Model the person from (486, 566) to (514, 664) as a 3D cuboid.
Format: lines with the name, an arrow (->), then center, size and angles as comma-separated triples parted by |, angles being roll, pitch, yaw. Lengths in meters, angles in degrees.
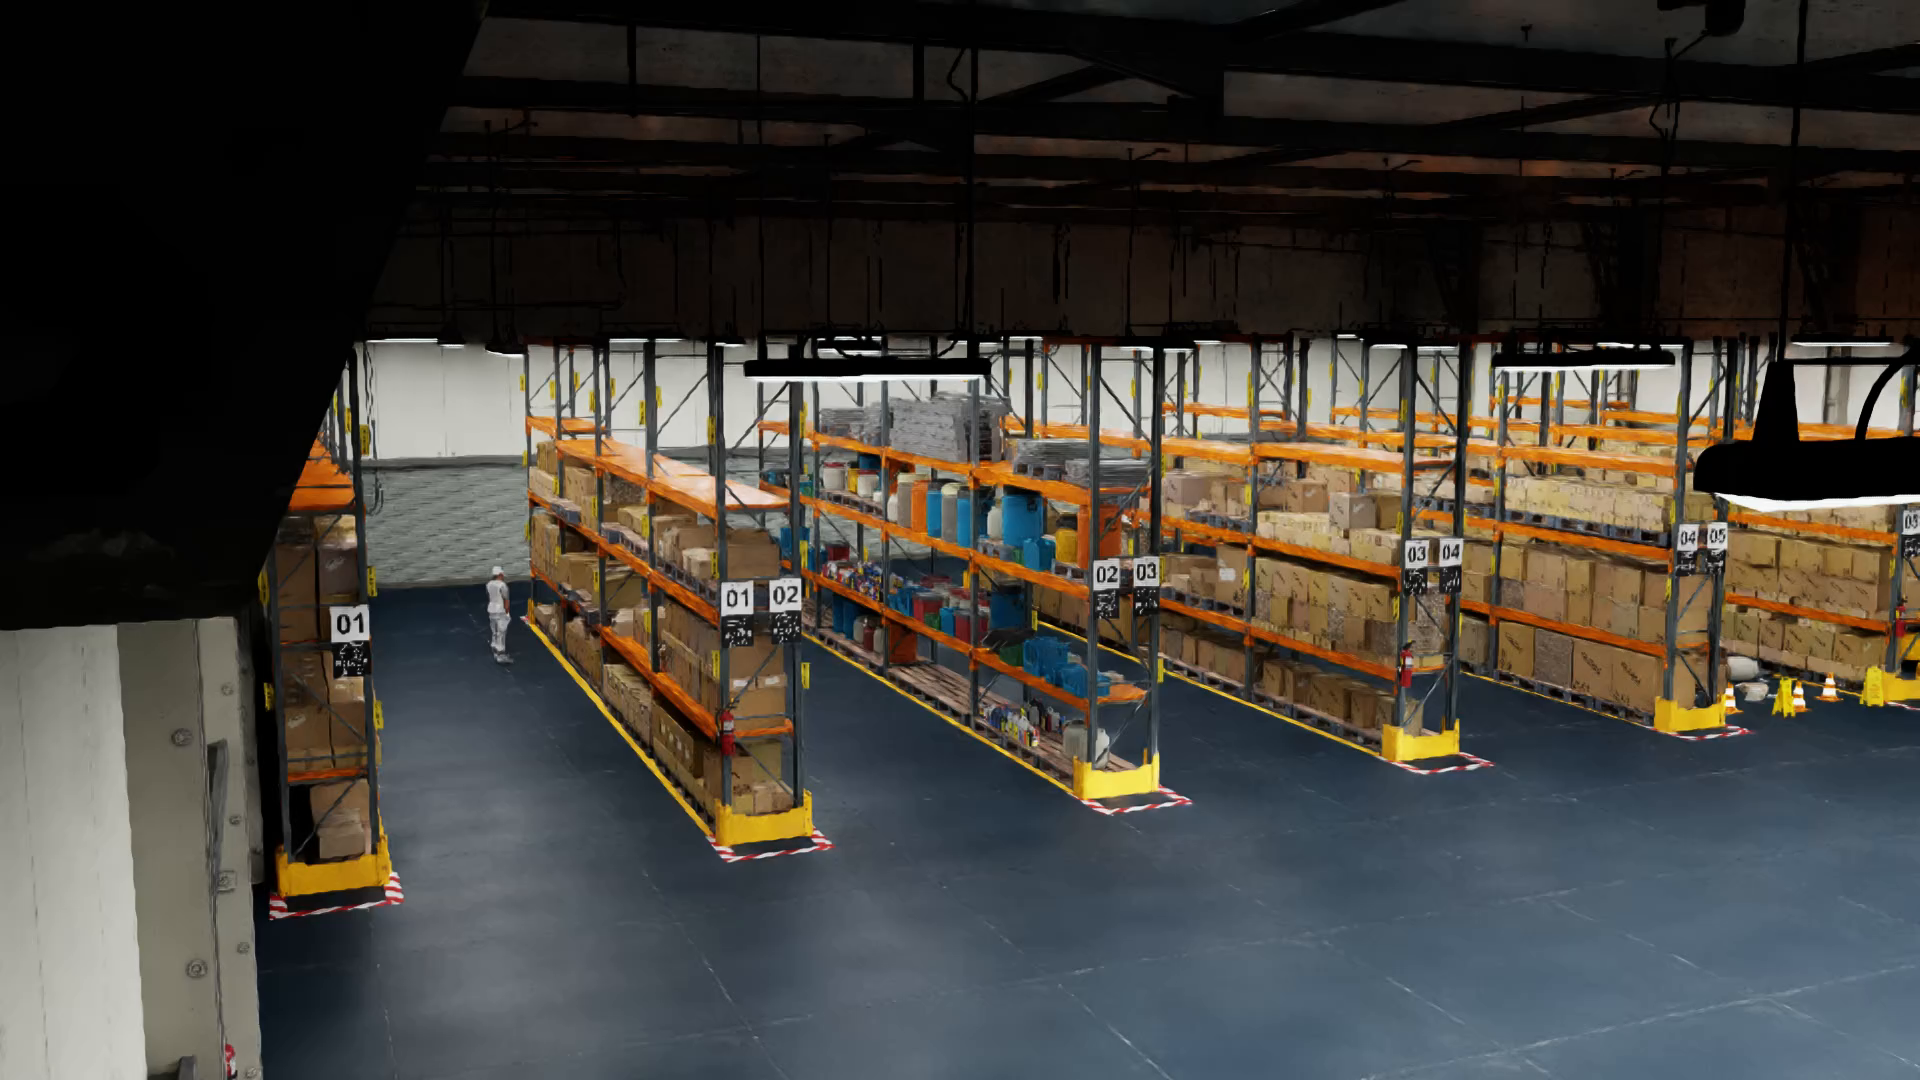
person -> -8.468, 1.353, 30.671 | 0.600, 1.787, 0.443 | 6, 9, 36

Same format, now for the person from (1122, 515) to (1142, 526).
person -> 4.258, -0.022, 41.254 | 0.608, 1.770, 0.634 | 2, 8, 15
